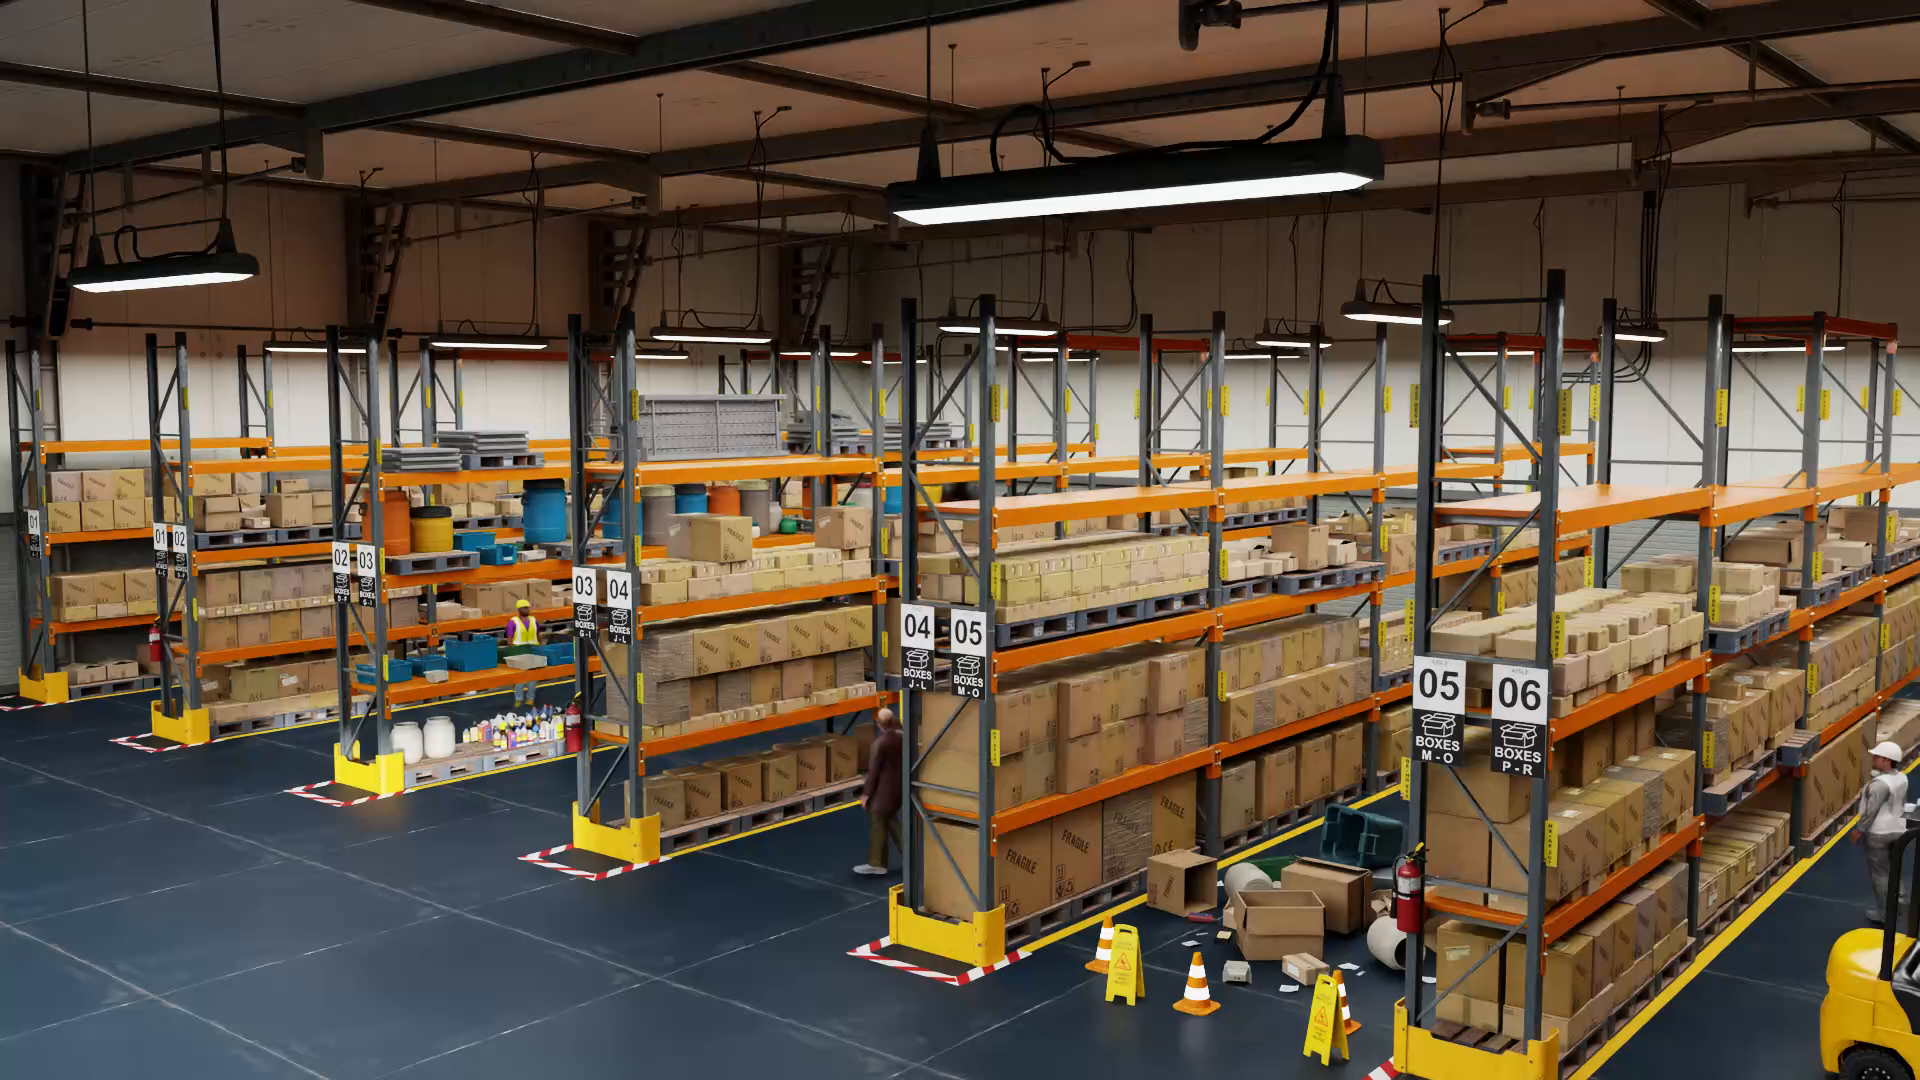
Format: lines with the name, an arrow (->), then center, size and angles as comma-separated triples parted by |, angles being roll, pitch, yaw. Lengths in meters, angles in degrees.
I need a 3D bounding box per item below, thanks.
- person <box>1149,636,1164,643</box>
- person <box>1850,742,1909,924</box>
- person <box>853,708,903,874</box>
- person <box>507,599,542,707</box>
person -> 2.760, 2.013, 24.073 | 0.552, 1.614, 0.958 | 5, 7, 44
person -> 8.934, 2.817, 16.141 | 0.579, 1.767, 0.499 | -1, 5, -13
person -> -0.794, 2.674, 17.828 | 0.535, 1.791, 0.673 | 3, 6, 27
person -> -7.131, 1.874, 27.316 | 0.600, 1.814, 0.457 | -2, 5, -20
